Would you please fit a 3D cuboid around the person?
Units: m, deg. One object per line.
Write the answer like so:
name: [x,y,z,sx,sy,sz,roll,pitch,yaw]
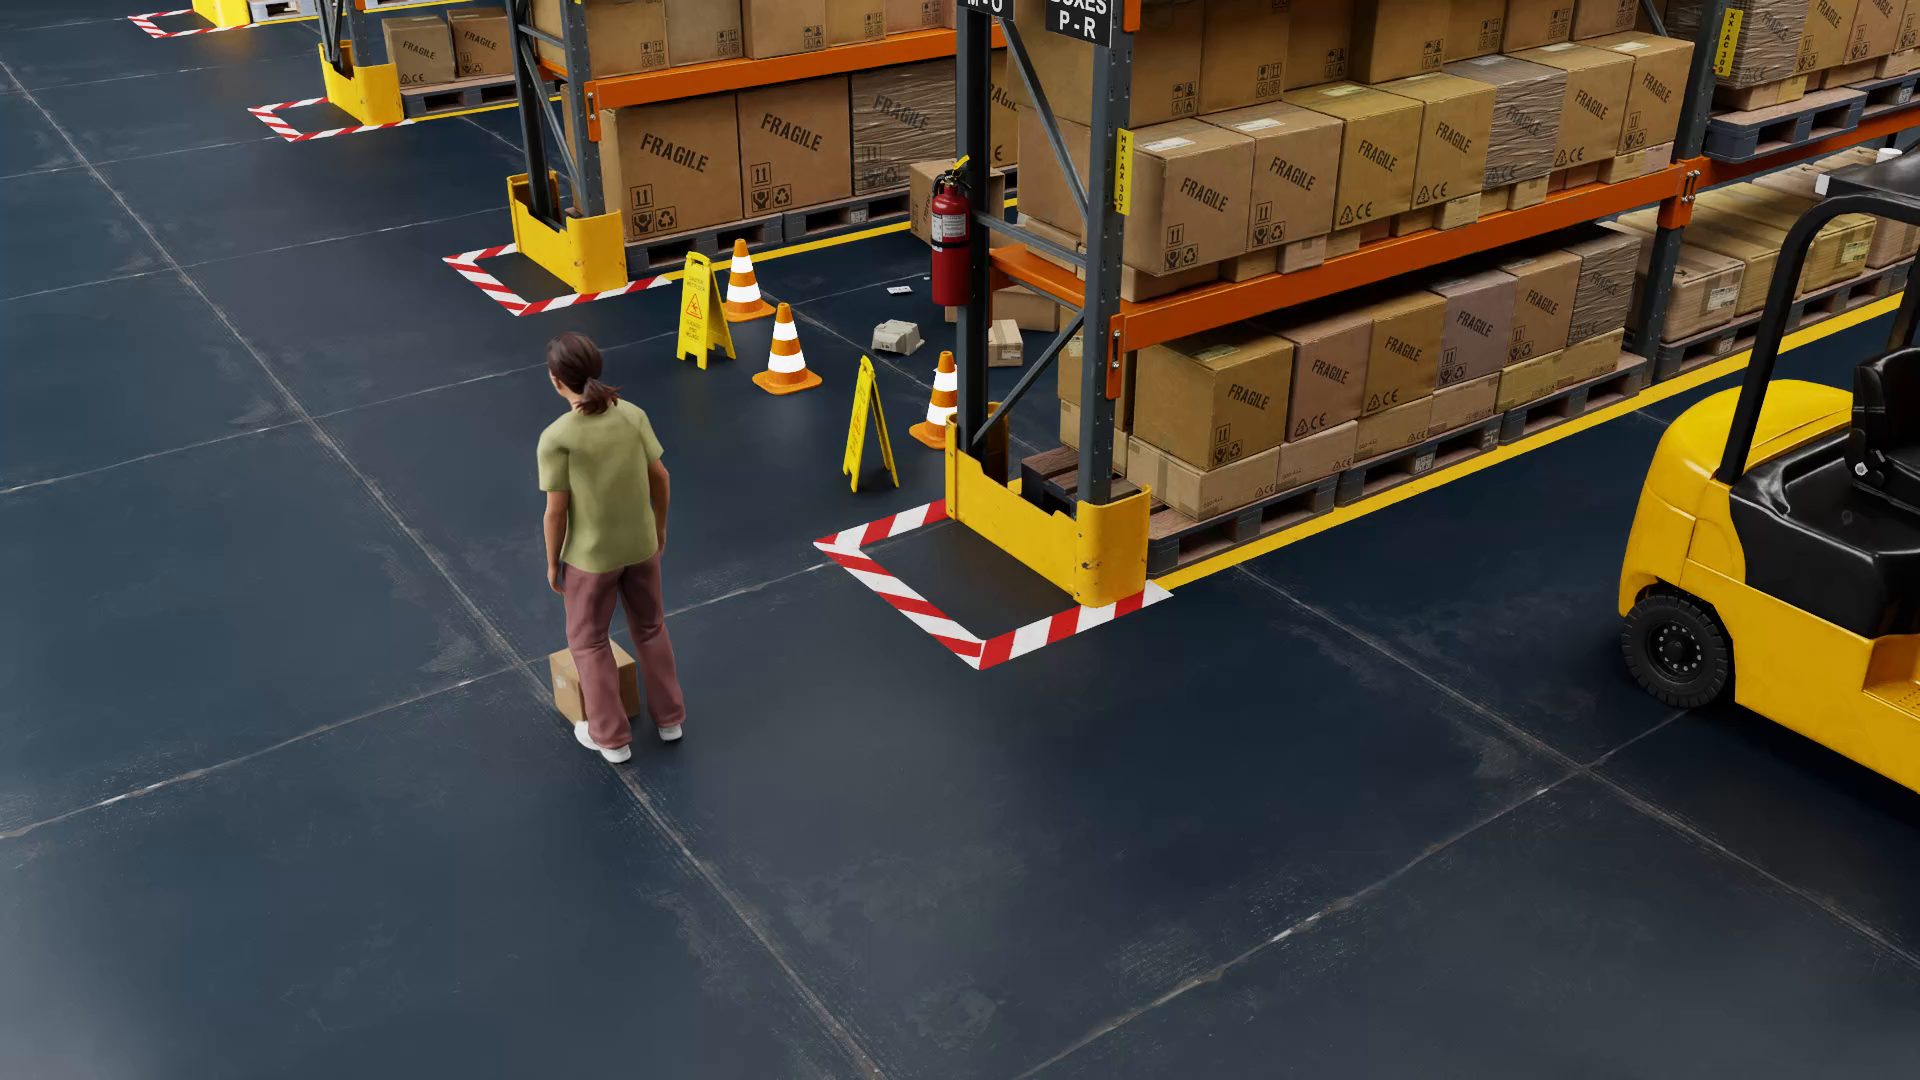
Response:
person: [-1.284,0.041,6.050,0.498,1.672,0.351,-20,35,-32]
